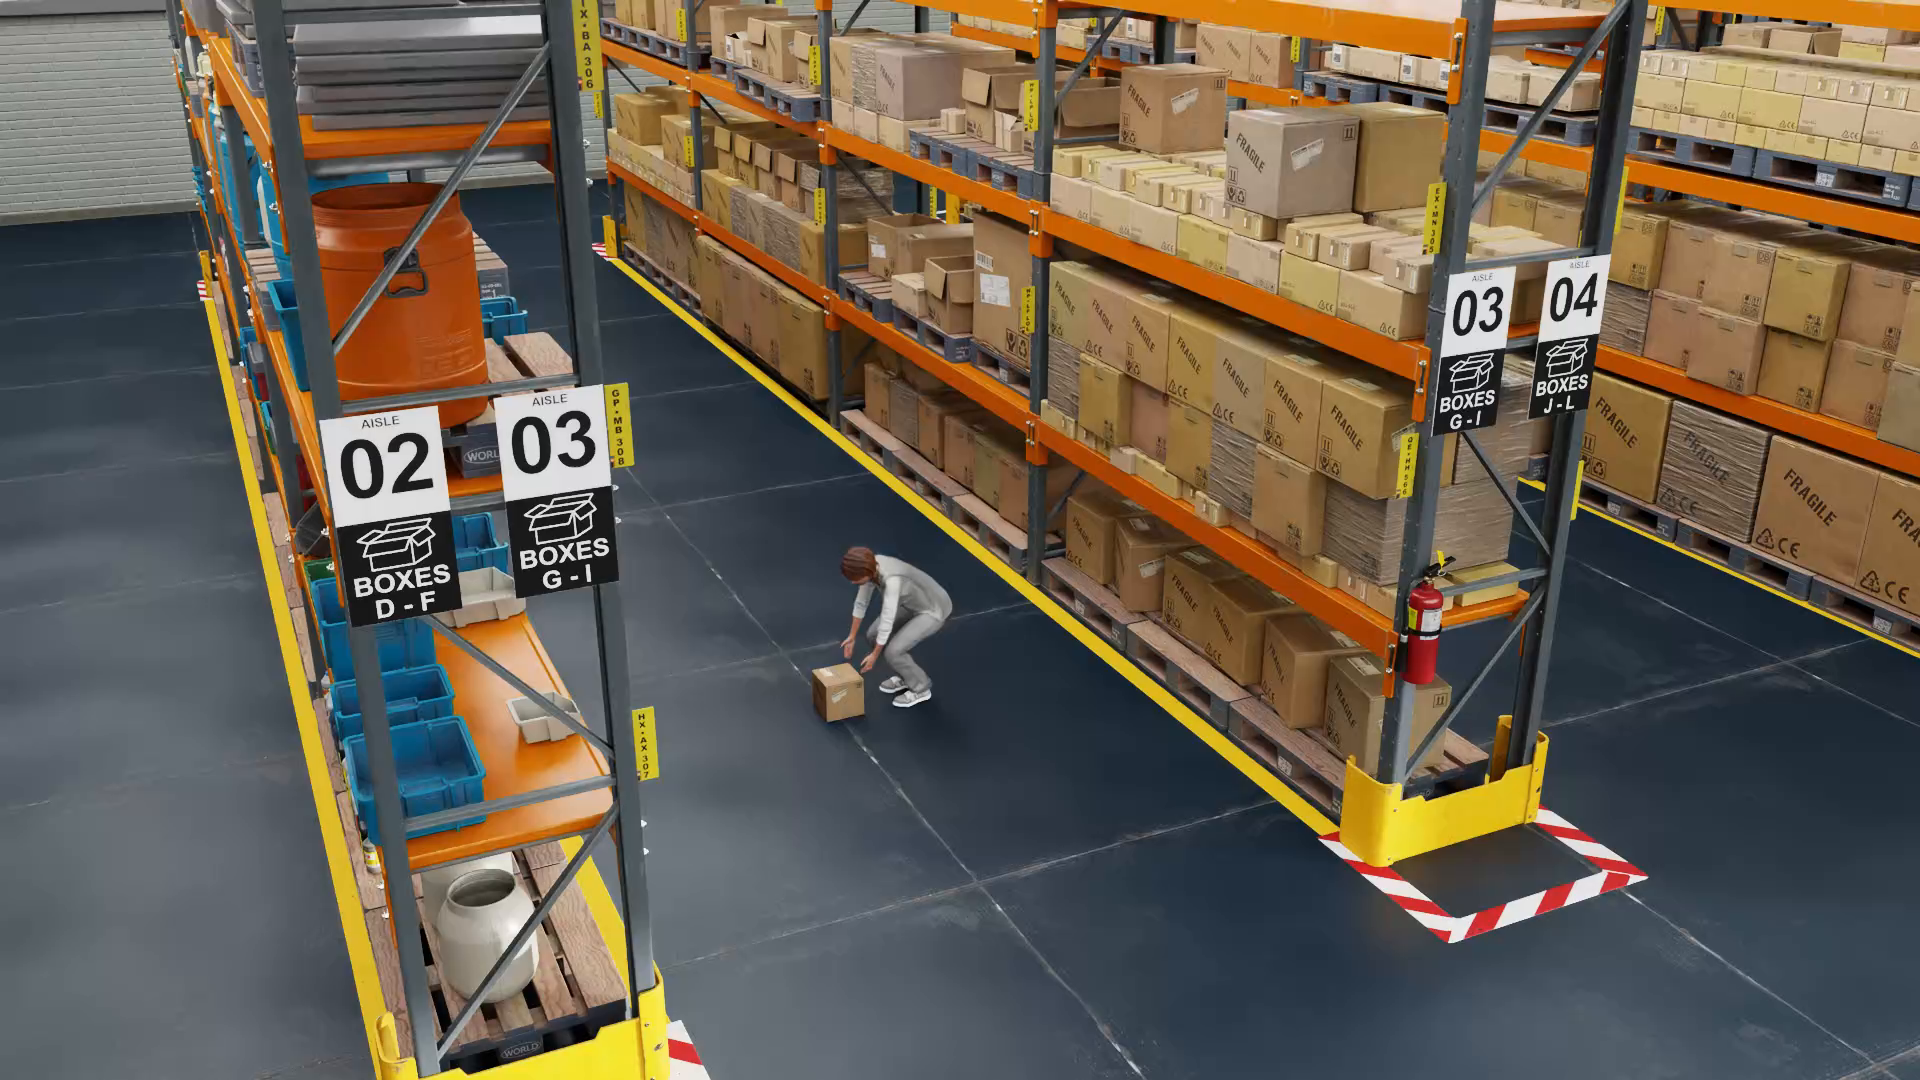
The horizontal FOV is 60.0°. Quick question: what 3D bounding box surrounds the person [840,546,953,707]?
[{"bbox_3d":[-4.330,-5.011,17.347,24.894,6.004,19.232,-10,25,-24],"label":"person"}]
